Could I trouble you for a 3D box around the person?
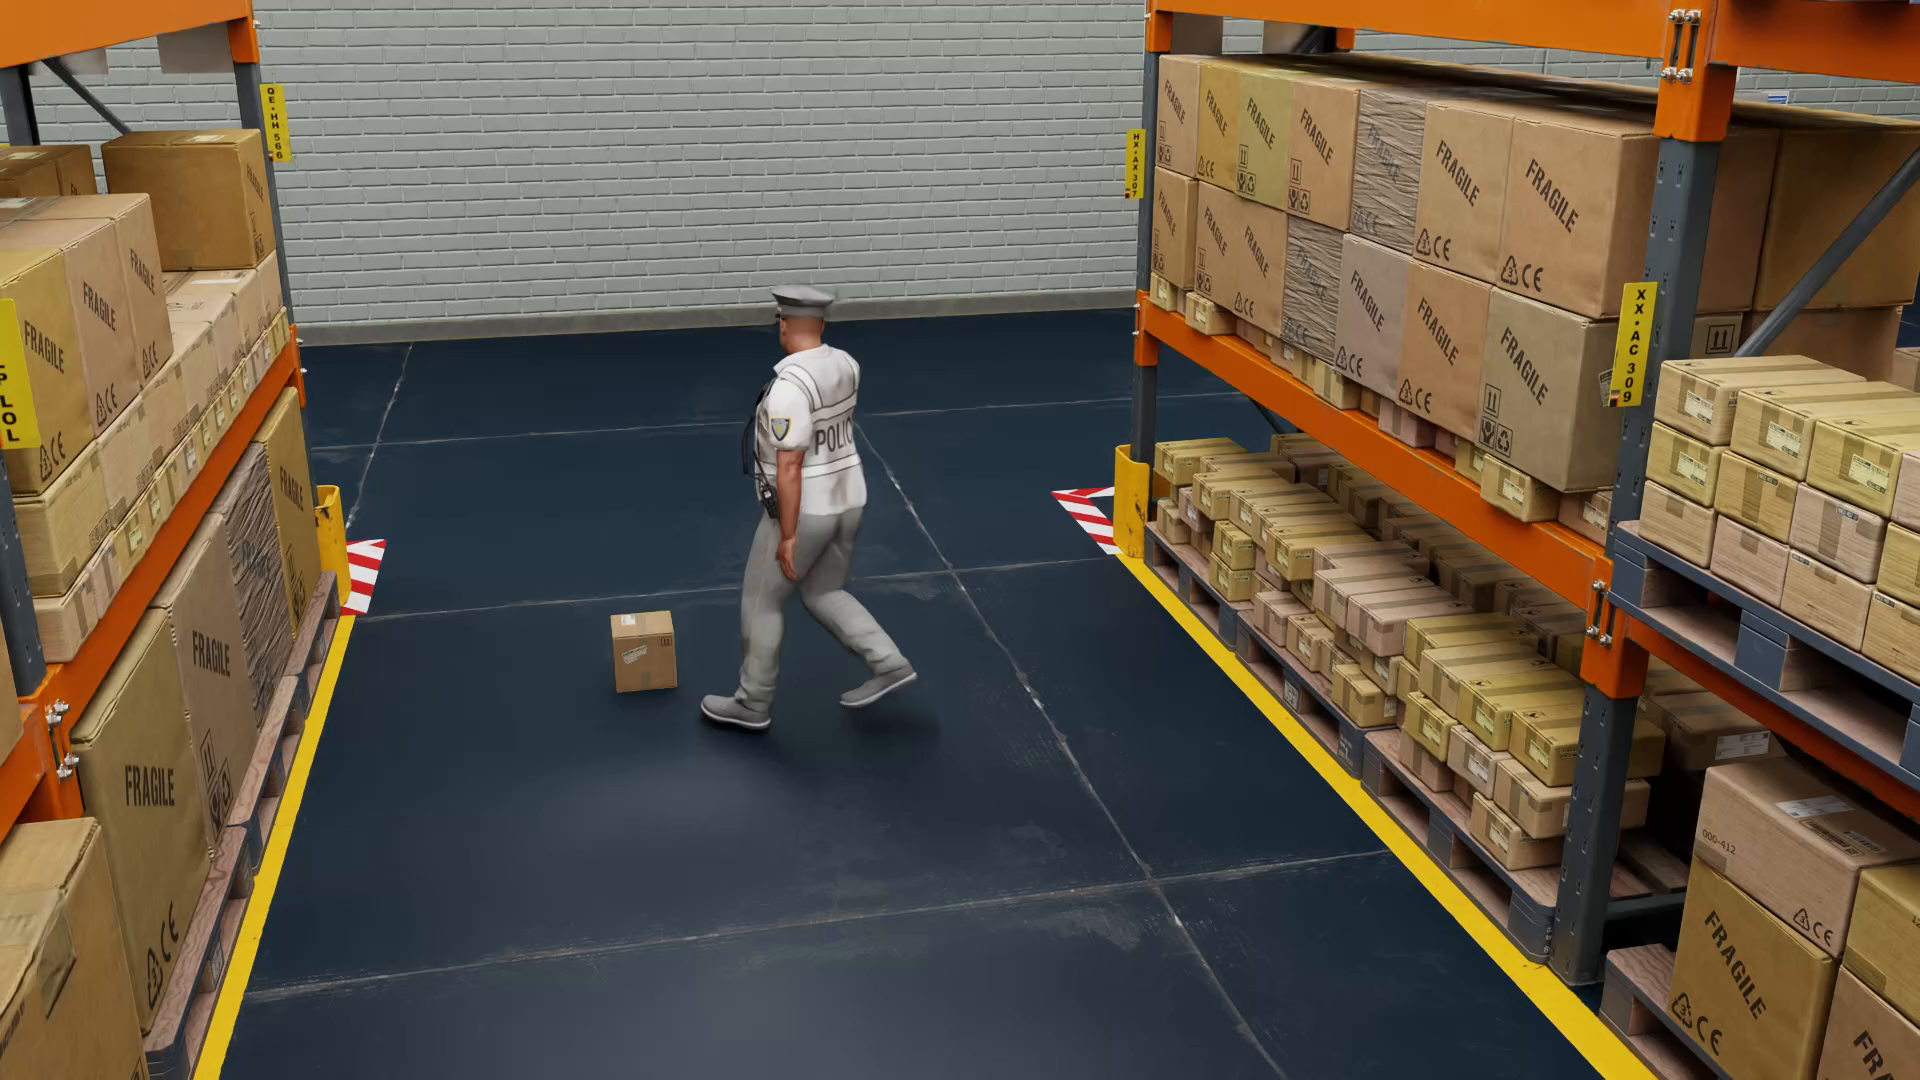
[{"bbox_3d":[-0.573,-0.117,6.419,0.799,1.704,0.605,11,22,29],"label":"person"}]
